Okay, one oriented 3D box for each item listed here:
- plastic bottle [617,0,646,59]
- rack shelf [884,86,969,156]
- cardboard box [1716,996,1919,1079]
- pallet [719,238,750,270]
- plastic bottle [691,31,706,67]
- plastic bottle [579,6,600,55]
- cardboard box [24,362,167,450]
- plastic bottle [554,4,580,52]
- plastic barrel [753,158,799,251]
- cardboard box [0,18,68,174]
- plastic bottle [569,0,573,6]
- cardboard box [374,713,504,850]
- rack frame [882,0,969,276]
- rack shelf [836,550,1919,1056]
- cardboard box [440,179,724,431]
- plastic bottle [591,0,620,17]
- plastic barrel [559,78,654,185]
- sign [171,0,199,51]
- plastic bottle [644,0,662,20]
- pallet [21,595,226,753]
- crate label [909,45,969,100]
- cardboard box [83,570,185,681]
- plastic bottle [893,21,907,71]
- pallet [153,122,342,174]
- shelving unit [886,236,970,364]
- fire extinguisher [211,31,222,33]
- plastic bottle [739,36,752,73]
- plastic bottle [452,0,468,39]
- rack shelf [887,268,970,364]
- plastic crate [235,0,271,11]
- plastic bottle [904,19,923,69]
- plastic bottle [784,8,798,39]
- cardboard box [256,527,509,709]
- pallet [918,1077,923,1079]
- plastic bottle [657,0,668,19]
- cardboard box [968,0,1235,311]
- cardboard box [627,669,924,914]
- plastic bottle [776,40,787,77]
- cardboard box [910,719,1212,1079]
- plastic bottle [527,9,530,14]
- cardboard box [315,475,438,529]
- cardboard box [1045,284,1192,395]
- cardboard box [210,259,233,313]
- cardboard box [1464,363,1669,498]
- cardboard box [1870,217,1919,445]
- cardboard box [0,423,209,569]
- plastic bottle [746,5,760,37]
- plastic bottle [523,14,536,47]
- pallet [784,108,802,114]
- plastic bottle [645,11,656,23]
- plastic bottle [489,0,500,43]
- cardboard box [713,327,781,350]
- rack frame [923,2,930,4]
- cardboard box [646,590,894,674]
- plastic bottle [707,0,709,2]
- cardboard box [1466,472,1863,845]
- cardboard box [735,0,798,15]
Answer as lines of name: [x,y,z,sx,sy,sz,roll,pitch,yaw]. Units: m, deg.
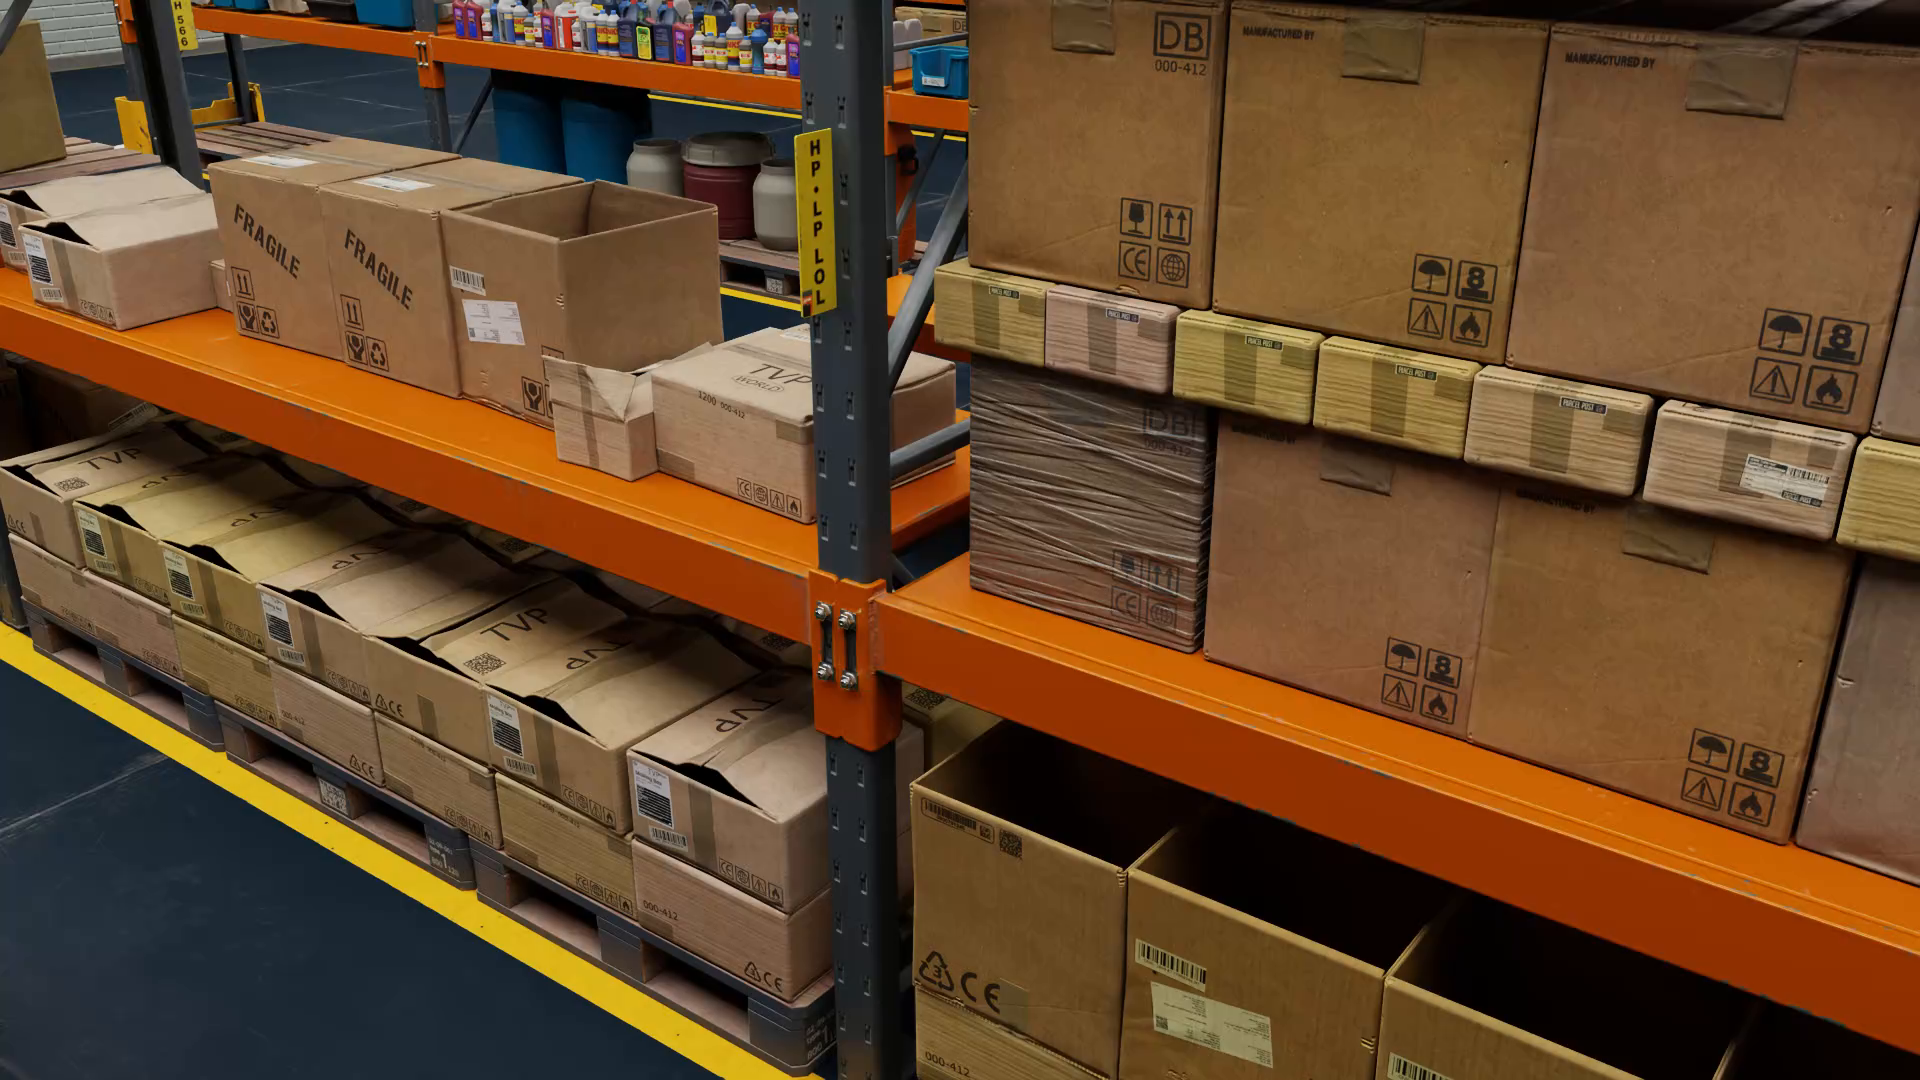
plastic bottle: [-2.015,-3.156,10.254,0.185,0.351,0.144,17,29,33]
rack shelf: [1.436,-2.000,8.462,4.000,0.370,1.077,17,29,33]
cardboard box: [1.448,1.049,2.608,0.500,0.500,0.500,17,29,33]
pallet: [-1.792,-2.010,11.049,1.213,0.211,1.003,17,29,33]
plastic bottle: [-1.555,-2.937,9.942,0.097,0.201,0.097,0,24,0]
plastic bottle: [-2.297,-3.209,10.467,0.135,0.276,0.152,17,29,33]
cardboard box: [-3.331,-0.476,6.664,0.500,0.500,0.500,18,30,35]
plastic bottle: [-2.482,-3.265,10.594,0.135,0.276,0.152,17,29,33]
plastic barrel: [-1.071,-2.088,10.332,0.421,0.512,0.421,0,24,0]
cardboard box: [-3.710,-1.570,5.948,0.500,0.500,0.700,7,25,16]
plastic bottle: [-2.676,-3.628,11.509,0.097,0.201,0.097,0,24,0]
cardboard box: [-1.256,0.564,4.639,0.500,0.250,0.500,18,29,34]
rack frame: [-0.164,-2.813,9.415,0.127,3.000,1.000,17,29,33]
rack shelf: [1.663,0.564,2.642,4.000,0.370,1.077,17,29,33]
cardboard box: [-0.964,-0.613,4.297,0.500,0.500,0.500,19,30,37]
plastic bottle: [-2.372,-3.550,11.148,0.185,0.351,0.144,17,29,33]
plastic barrel: [-2.373,-2.704,11.249,0.708,0.901,0.600,17,29,33]
sign: [-2.808,-1.926,5.965,0.005,0.325,0.100,17,29,33]
plastic bottle: [-2.052,-3.490,11.104,0.135,0.276,0.152,17,29,33]
pallet: [-2.503,0.272,5.872,1.213,0.211,1.003,17,29,33]
crate label: [-0.052,-2.514,8.943,0.416,0.233,0.303,17,29,33]
cardboard box: [-2.492,0.193,5.482,0.500,0.250,0.500,16,28,32]
plastic bottle: [-0.408,-2.916,9.803,0.135,0.276,0.152,17,29,33]
pallet: [-5.929,-3.260,13.887,1.213,0.211,1.003,17,29,33]
shelving unit: [-0.005,-0.516,6.527,1.048,1.125,0.538,17,29,33]
fire extinguisher: [-6.414,-4.725,14.312,0.183,0.674,0.296,17,29,33]
plastic bottle: [-1.244,-2.843,9.728,0.097,0.201,0.097,0,24,0]
plastic bottle: [-3.328,-3.501,11.120,0.133,0.283,0.061,17,29,33]
rack shelf: [-0.005,-0.784,6.409,1.000,0.278,0.538,17,29,33]
plastic crate: [-5.272,-4.142,12.563,0.300,0.233,0.416,17,29,33]
plastic bottle: [-0.317,-2.965,9.914,0.135,0.276,0.152,17,29,33]
plastic bottle: [-1.055,-3.200,10.452,0.097,0.271,0.097,0,24,0]
cardboard box: [-1.651,0.187,4.799,0.500,0.311,0.500,16,29,33]
pallet: [0.674,1.233,3.690,1.213,0.211,1.003,17,29,33]
plastic bottle: [-1.927,-3.387,10.877,0.097,0.271,0.097,0,24,0]
cardboard box: [0.422,-0.783,3.074,0.500,0.500,0.700,17,29,34]
cardboard box: [-0.433,0.555,3.963,0.500,0.311,0.500,17,29,33]
plastic bottle: [-1.010,-2.772,9.568,0.097,0.201,0.097,0,24,0]
cardboard box: [0.246,0.687,3.429,0.500,0.500,0.500,17,29,33]
plastic bottle: [-2.870,-3.411,11.018,0.097,0.201,0.097,0,24,0]
cardboard box: [-1.749,-0.113,5.480,0.500,0.311,0.500,17,29,33]
cardboard box: [0.362,-0.403,3.017,0.250,0.149,0.380,17,29,34]
cardboard box: [-2.084,-0.811,5.182,0.250,0.149,0.380,19,30,37]
cardboard box: [0.980,-0.217,2.594,0.250,0.149,0.380,16,28,32]
cardboard box: [1.626,-0.419,2.248,0.500,0.500,0.700,17,29,33]
cardboard box: [-2.895,-0.185,5.644,0.500,0.311,0.500,18,29,35]
plastic bottle: [-1.317,-3.280,10.633,0.097,0.271,0.097,0,24,0]
plastic bottle: [-2.776,-3.306,10.779,0.097,0.201,0.097,0,24,0]
pallet: [-0.956,-4.312,16.274,1.213,0.211,1.003,17,29,33]
plastic bottle: [-1.877,-3.093,10.195,0.133,0.283,0.061,17,29,33]
plastic bottle: [-3.040,-3.418,10.946,0.097,0.271,0.097,0,24,0]
cardboard box: [-0.524,-0.414,4.281,0.250,0.149,0.380,17,29,33]
rack frame: [-0.395,-5.379,15.237,0.127,3.000,1.000,17,29,33]
cardboard box: [-0.516,0.258,4.639,0.500,0.311,0.500,16,29,33]
plastic bottle: [-1.654,-3.396,10.882,0.133,0.283,0.061,17,29,33]
cardboard box: [1.247,0.059,2.772,0.500,0.500,0.700,17,29,34]
cardboard box: [-1.595,-5.002,16.496,0.875,0.875,0.875,17,29,33]
